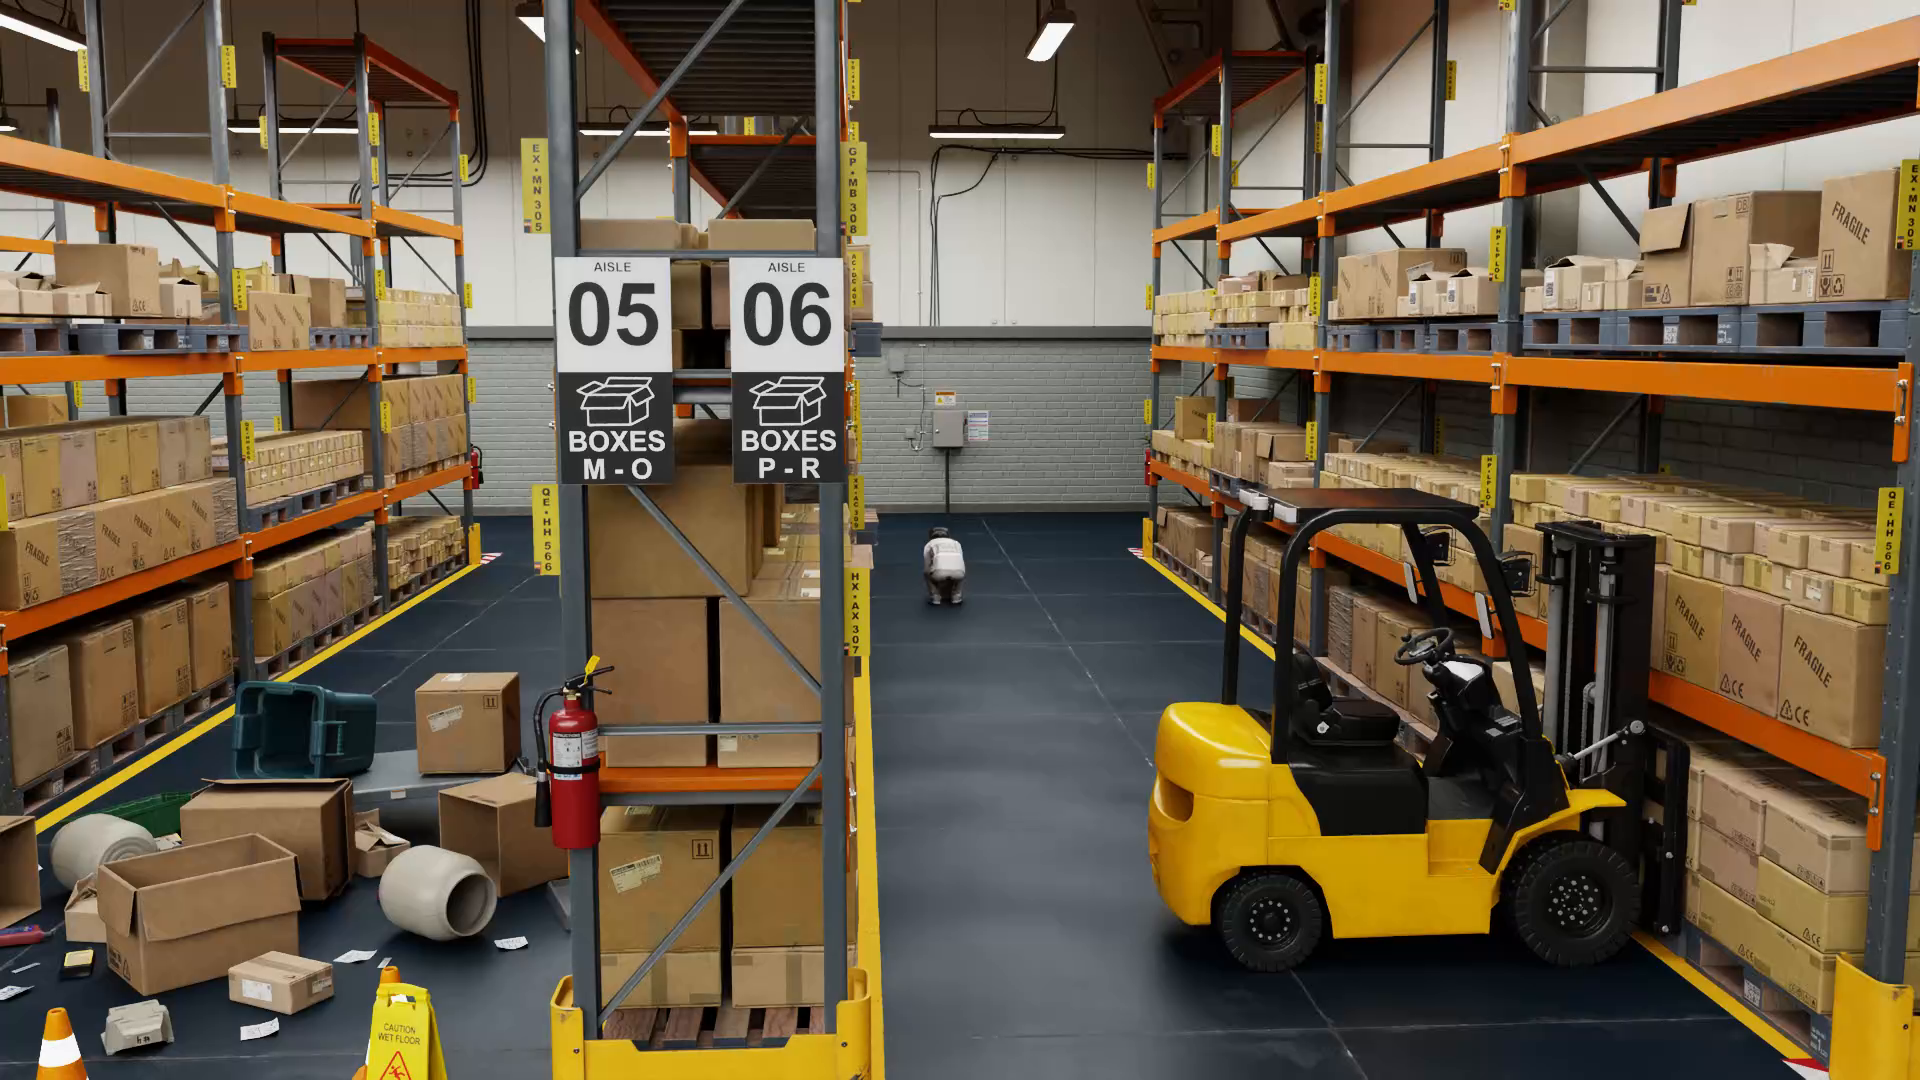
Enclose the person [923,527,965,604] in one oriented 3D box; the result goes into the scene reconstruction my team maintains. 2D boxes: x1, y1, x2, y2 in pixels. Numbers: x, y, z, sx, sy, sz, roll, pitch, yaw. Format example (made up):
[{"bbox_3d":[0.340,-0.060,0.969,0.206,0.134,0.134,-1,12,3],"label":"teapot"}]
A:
[{"bbox_3d":[-0.174,0.310,18.475,0.470,0.852,0.861,0,7,-4],"label":"person"}]
